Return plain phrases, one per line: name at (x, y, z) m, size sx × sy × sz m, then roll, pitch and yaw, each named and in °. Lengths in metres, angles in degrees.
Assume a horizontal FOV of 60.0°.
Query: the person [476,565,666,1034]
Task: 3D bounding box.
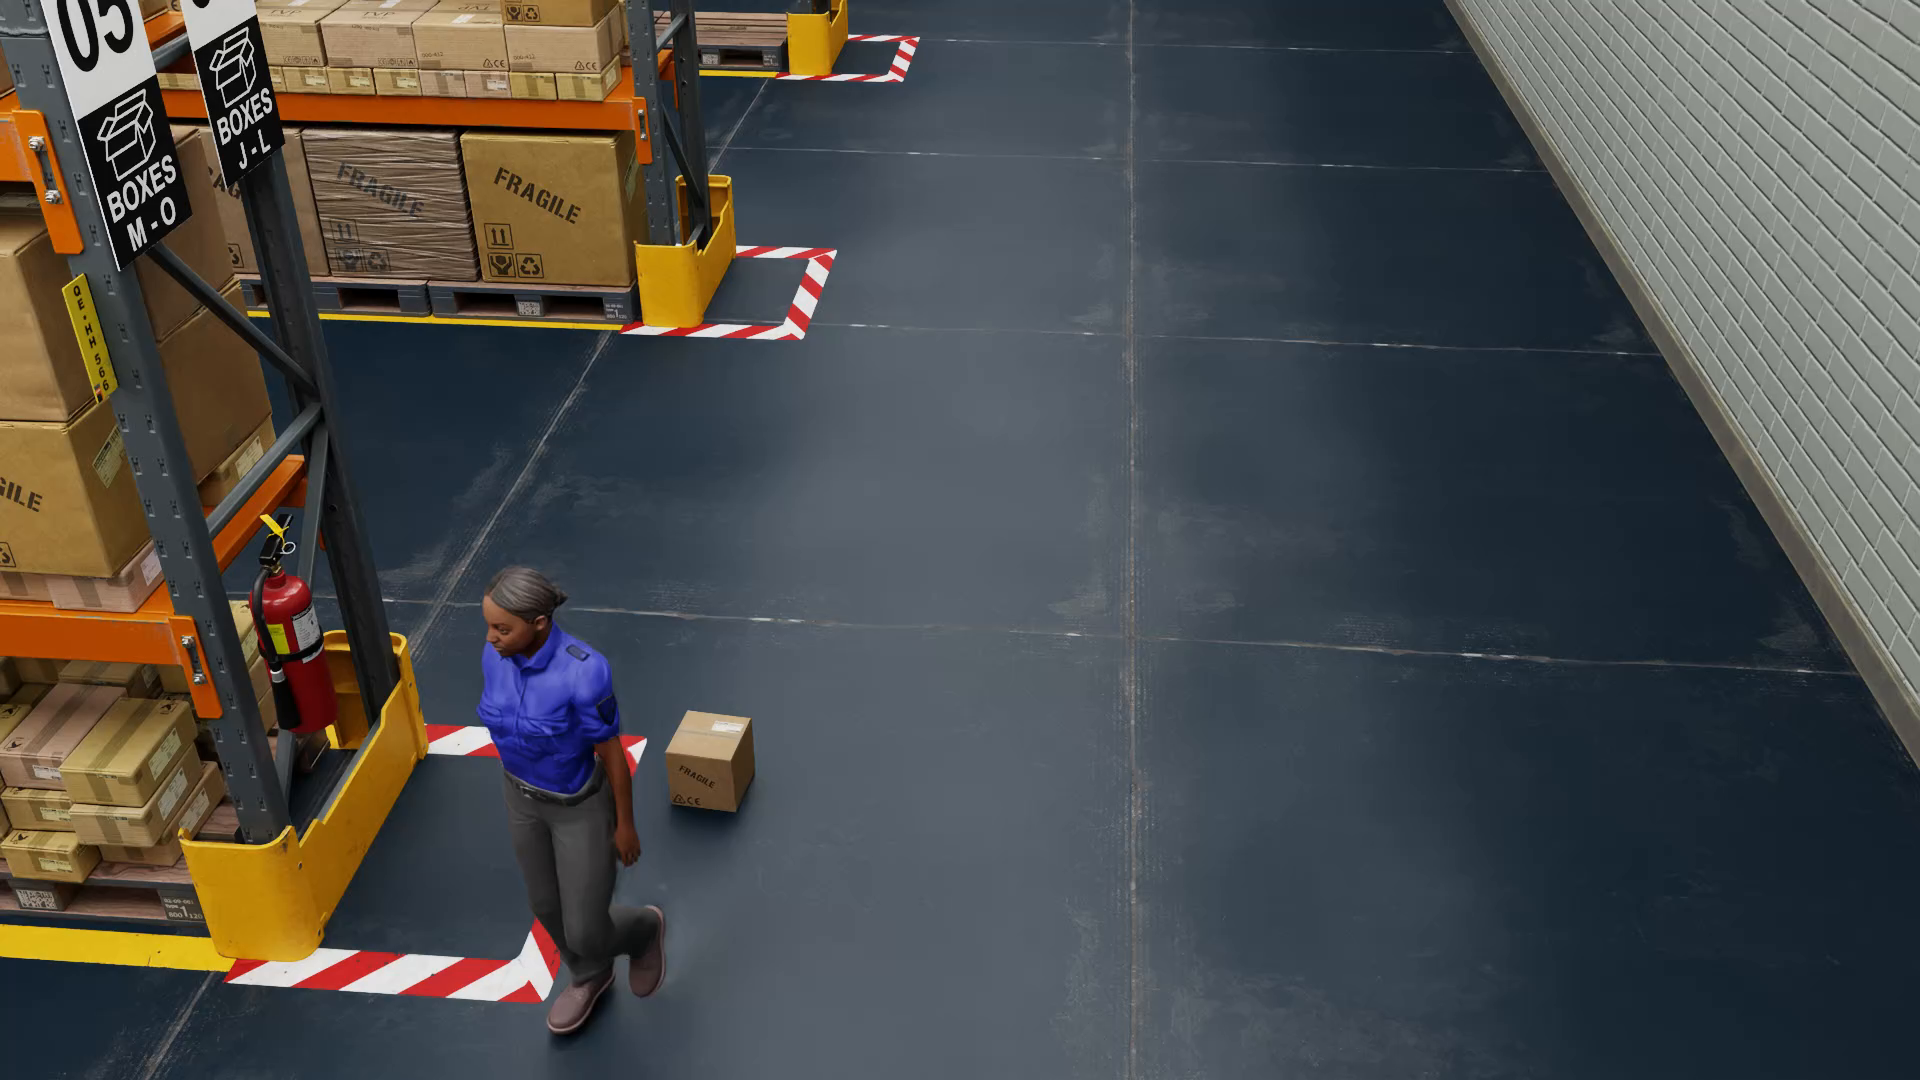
person at (-1.145, 0.769, 4.861) m, size 0.478 × 1.654 × 0.457 m, roll 15°, pitch 35°, yaw 22°
